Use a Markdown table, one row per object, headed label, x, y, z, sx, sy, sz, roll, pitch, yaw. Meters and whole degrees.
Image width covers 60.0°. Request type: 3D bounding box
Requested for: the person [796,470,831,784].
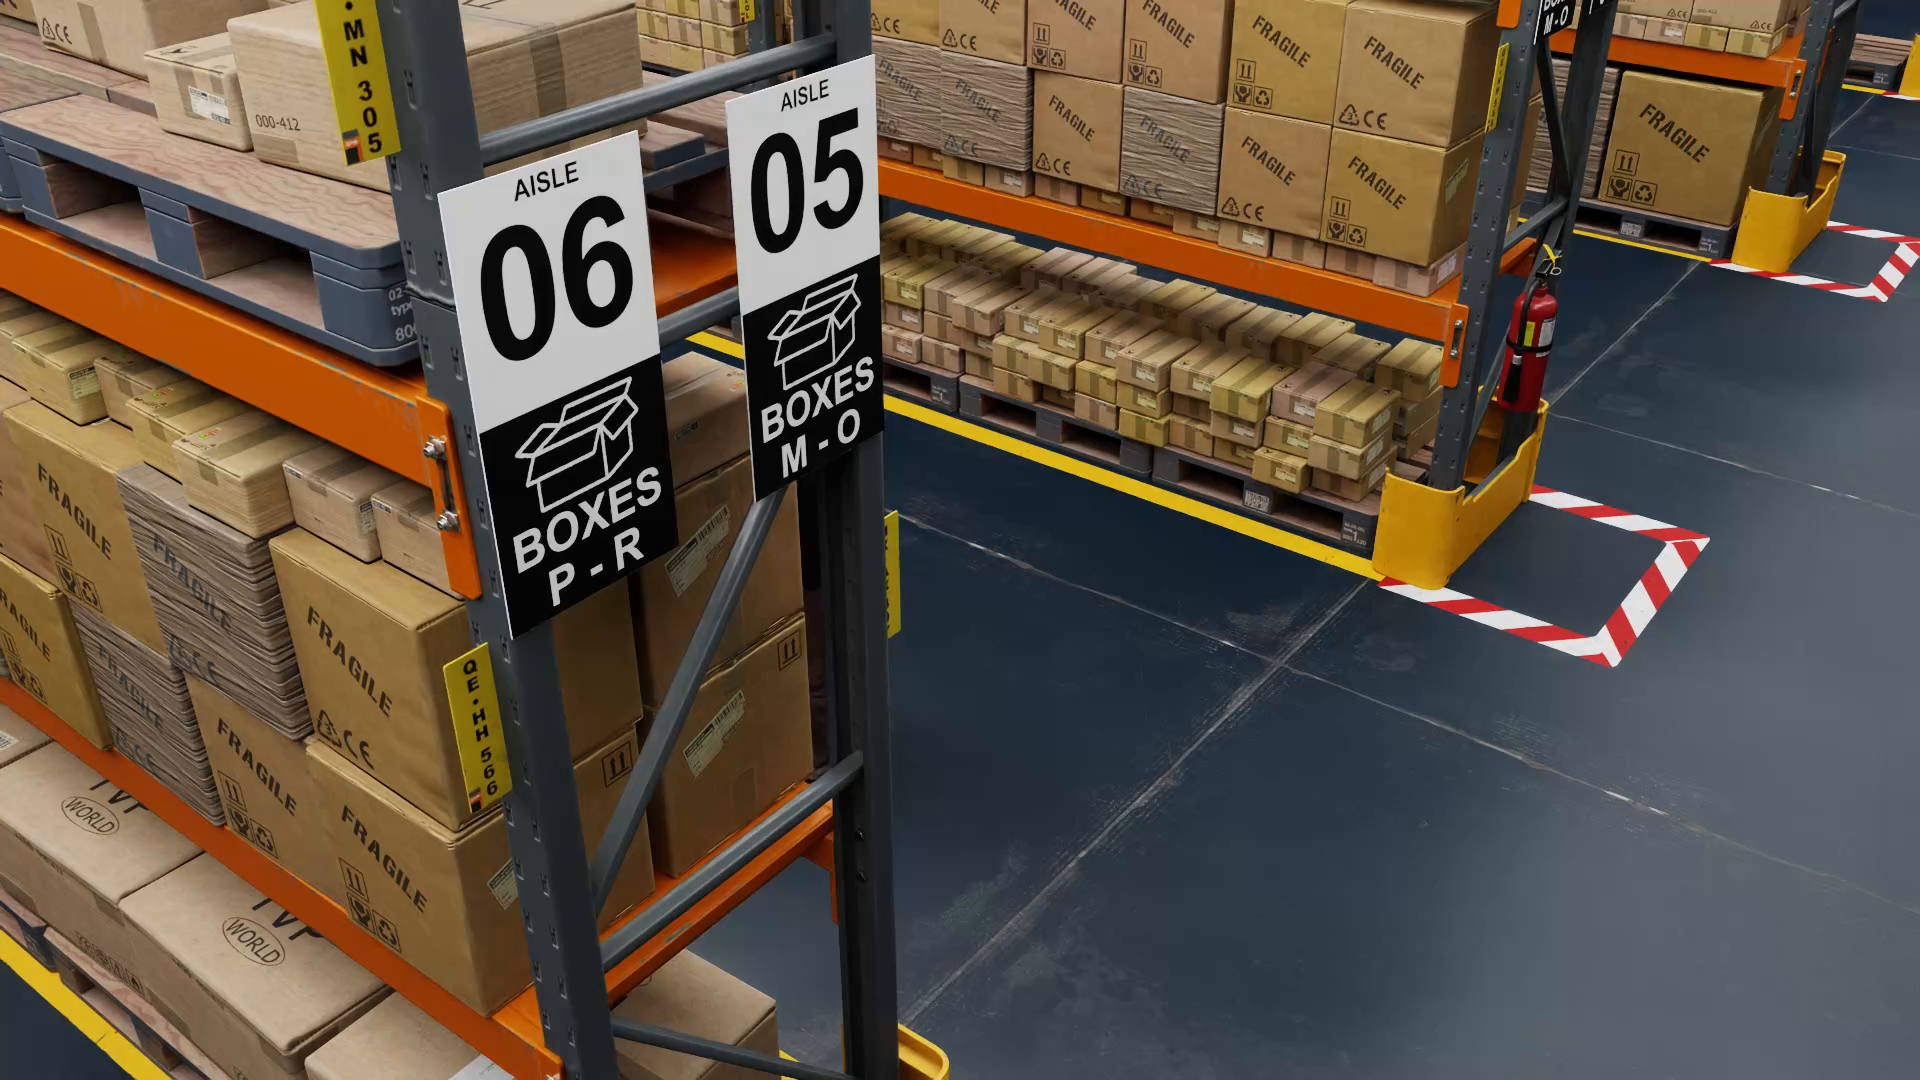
| label | x | y | z | sx | sy | sz | roll | pitch | yaw |
| --- | --- | --- | --- | --- | --- | --- | --- | --- | --- |
| person | -0.576 | 0.159 | 5.968 | 0.636 | 1.629 | 0.552 | -21 | 37 | -31 |
